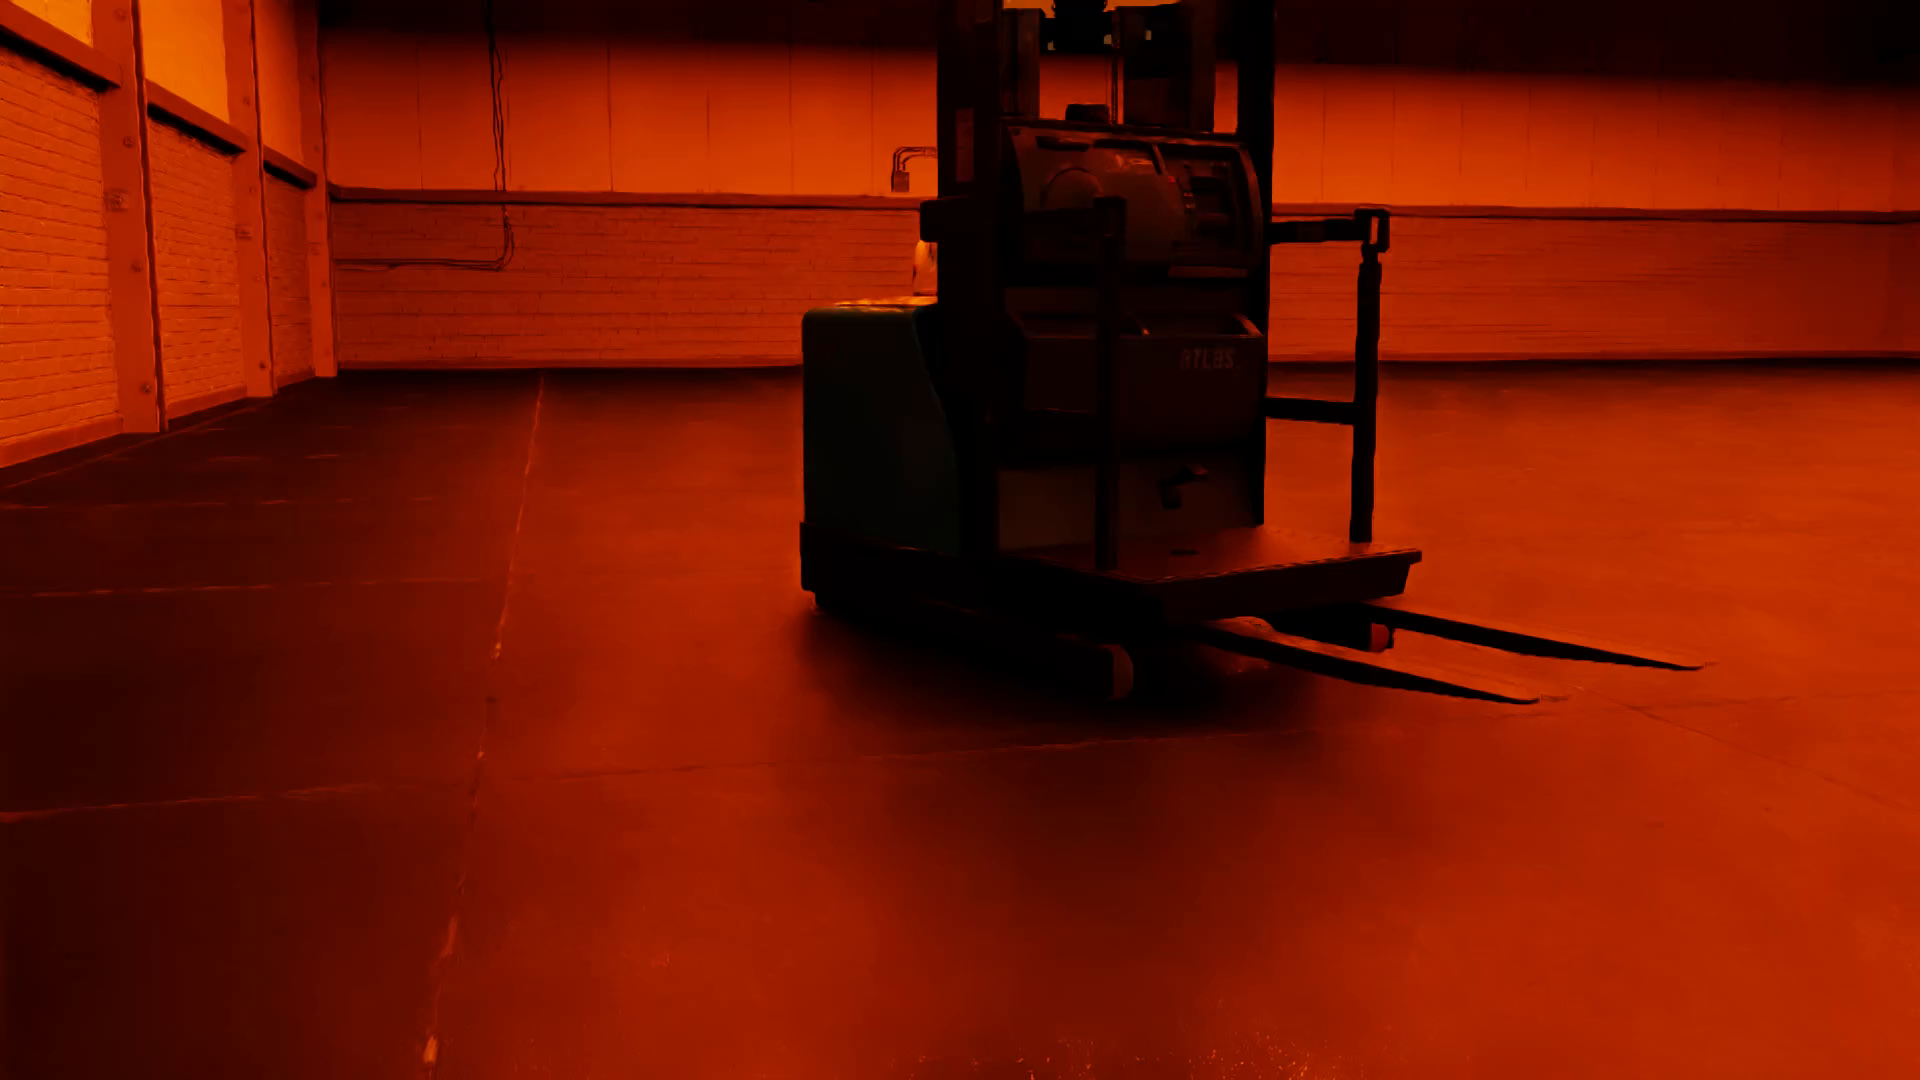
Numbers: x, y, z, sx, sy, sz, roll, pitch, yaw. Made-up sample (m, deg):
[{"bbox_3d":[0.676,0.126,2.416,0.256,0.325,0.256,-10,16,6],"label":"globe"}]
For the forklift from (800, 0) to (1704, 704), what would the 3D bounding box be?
[{"bbox_3d":[0.662,-1.081,4.859,1.130,2.935,3.031,-5,10,-33],"label":"forklift"}]

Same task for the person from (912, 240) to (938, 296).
[{"bbox_3d":[0.002,-0.824,7.610,0.482,1.669,0.390,-2,8,-13],"label":"person"}]
